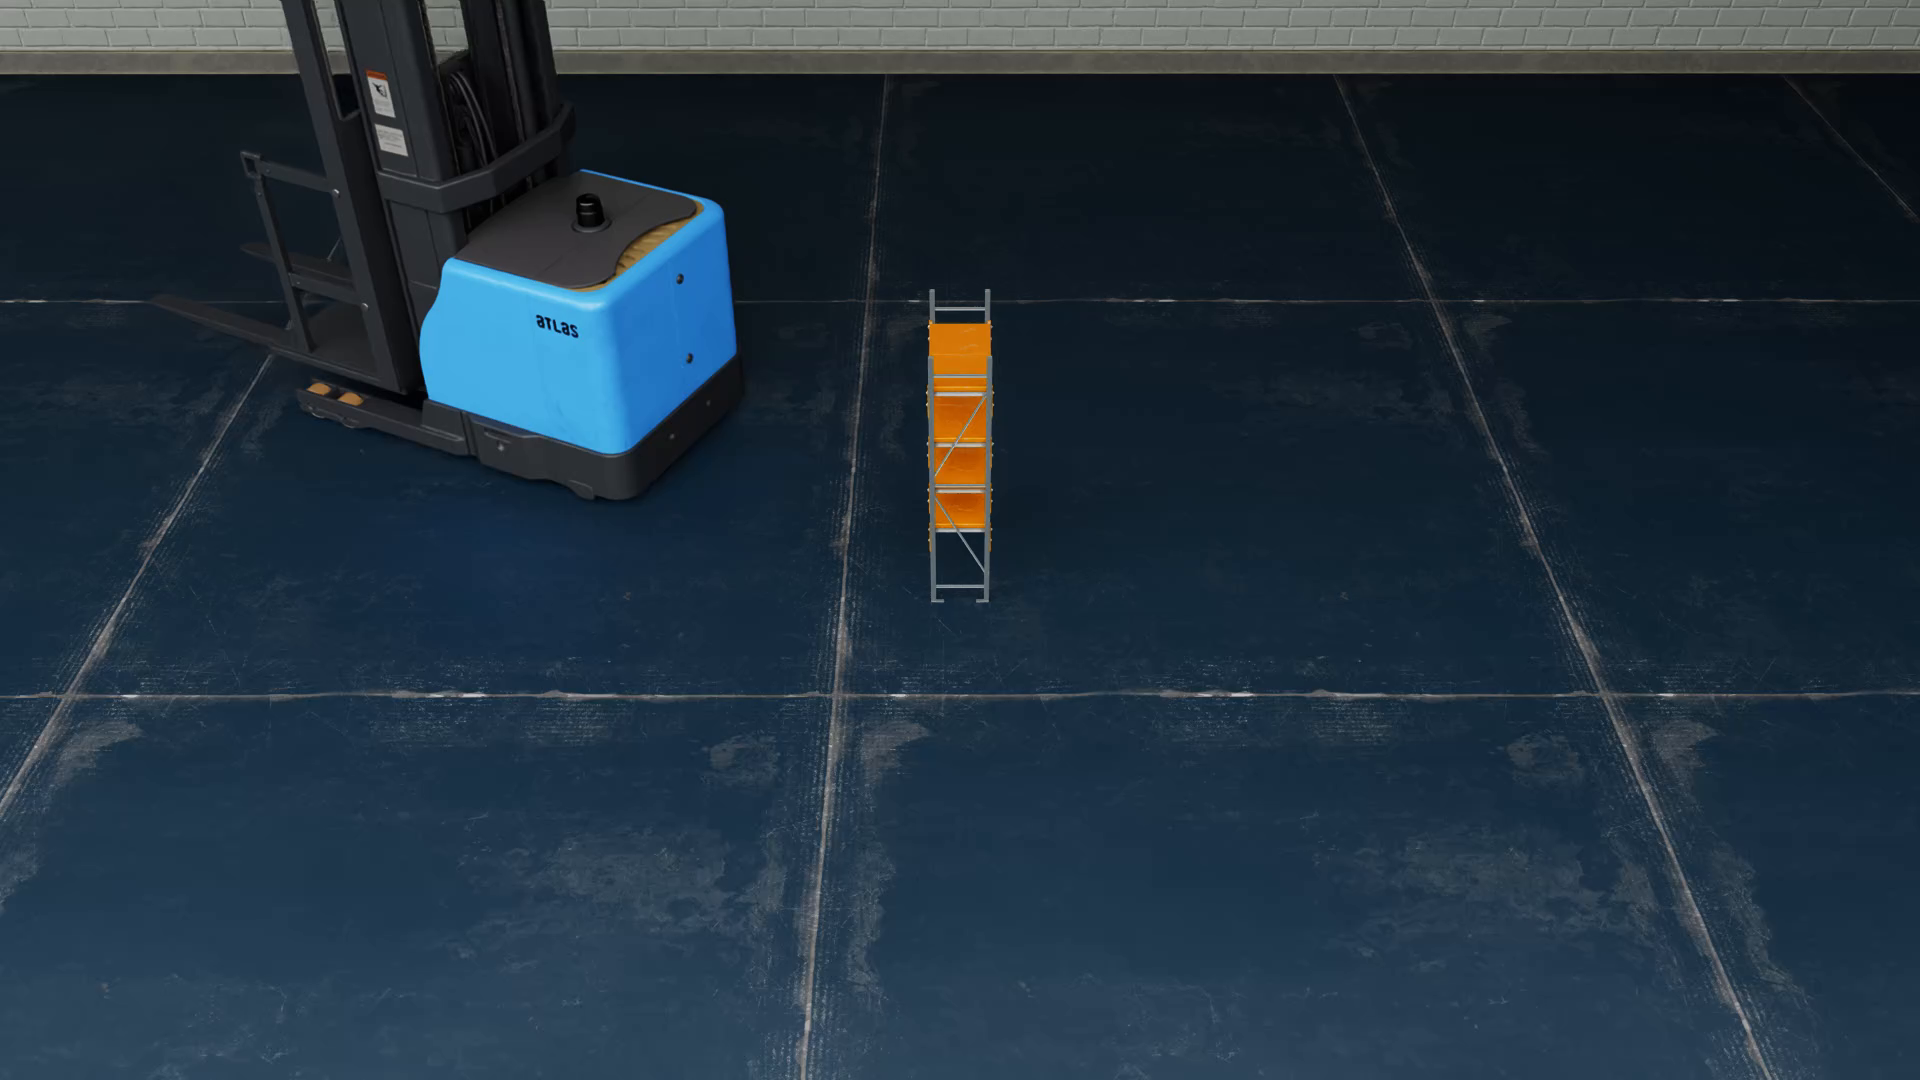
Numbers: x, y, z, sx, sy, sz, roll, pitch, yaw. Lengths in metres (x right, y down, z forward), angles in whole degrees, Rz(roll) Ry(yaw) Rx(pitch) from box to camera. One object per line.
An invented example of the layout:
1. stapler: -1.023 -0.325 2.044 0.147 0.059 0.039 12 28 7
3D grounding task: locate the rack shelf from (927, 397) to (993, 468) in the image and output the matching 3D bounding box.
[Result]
1. rack shelf: 0.000 -0.487 6.648 0.258 0.148 0.480 0 39 0

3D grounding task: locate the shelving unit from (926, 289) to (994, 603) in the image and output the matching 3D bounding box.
1. shelving unit: 0.000 -0.365 6.746 0.258 1.200 0.503 0 39 0

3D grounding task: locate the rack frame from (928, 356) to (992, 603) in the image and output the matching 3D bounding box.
1. rack frame: 0.000 -0.212 6.555 0.240 1.200 0.015 0 39 0

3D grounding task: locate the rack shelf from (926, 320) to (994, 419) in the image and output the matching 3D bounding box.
1. rack shelf: 0.000 -0.671 6.500 0.258 0.148 0.480 0 39 0

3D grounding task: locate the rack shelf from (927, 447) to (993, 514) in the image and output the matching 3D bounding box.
1. rack shelf: 0.000 -0.312 6.788 0.258 0.148 0.480 0 39 0

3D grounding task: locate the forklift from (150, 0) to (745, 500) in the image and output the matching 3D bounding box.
1. forklift: -2.592 -1.953 7.343 3.031 2.935 1.130 17 42 20

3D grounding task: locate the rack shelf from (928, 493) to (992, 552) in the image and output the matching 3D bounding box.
1. rack shelf: 0.000 -0.157 6.912 0.258 0.148 0.480 0 39 0

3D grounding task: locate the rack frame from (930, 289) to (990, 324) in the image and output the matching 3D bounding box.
1. rack frame: 0.000 -0.517 6.936 0.240 1.200 0.015 0 39 0
